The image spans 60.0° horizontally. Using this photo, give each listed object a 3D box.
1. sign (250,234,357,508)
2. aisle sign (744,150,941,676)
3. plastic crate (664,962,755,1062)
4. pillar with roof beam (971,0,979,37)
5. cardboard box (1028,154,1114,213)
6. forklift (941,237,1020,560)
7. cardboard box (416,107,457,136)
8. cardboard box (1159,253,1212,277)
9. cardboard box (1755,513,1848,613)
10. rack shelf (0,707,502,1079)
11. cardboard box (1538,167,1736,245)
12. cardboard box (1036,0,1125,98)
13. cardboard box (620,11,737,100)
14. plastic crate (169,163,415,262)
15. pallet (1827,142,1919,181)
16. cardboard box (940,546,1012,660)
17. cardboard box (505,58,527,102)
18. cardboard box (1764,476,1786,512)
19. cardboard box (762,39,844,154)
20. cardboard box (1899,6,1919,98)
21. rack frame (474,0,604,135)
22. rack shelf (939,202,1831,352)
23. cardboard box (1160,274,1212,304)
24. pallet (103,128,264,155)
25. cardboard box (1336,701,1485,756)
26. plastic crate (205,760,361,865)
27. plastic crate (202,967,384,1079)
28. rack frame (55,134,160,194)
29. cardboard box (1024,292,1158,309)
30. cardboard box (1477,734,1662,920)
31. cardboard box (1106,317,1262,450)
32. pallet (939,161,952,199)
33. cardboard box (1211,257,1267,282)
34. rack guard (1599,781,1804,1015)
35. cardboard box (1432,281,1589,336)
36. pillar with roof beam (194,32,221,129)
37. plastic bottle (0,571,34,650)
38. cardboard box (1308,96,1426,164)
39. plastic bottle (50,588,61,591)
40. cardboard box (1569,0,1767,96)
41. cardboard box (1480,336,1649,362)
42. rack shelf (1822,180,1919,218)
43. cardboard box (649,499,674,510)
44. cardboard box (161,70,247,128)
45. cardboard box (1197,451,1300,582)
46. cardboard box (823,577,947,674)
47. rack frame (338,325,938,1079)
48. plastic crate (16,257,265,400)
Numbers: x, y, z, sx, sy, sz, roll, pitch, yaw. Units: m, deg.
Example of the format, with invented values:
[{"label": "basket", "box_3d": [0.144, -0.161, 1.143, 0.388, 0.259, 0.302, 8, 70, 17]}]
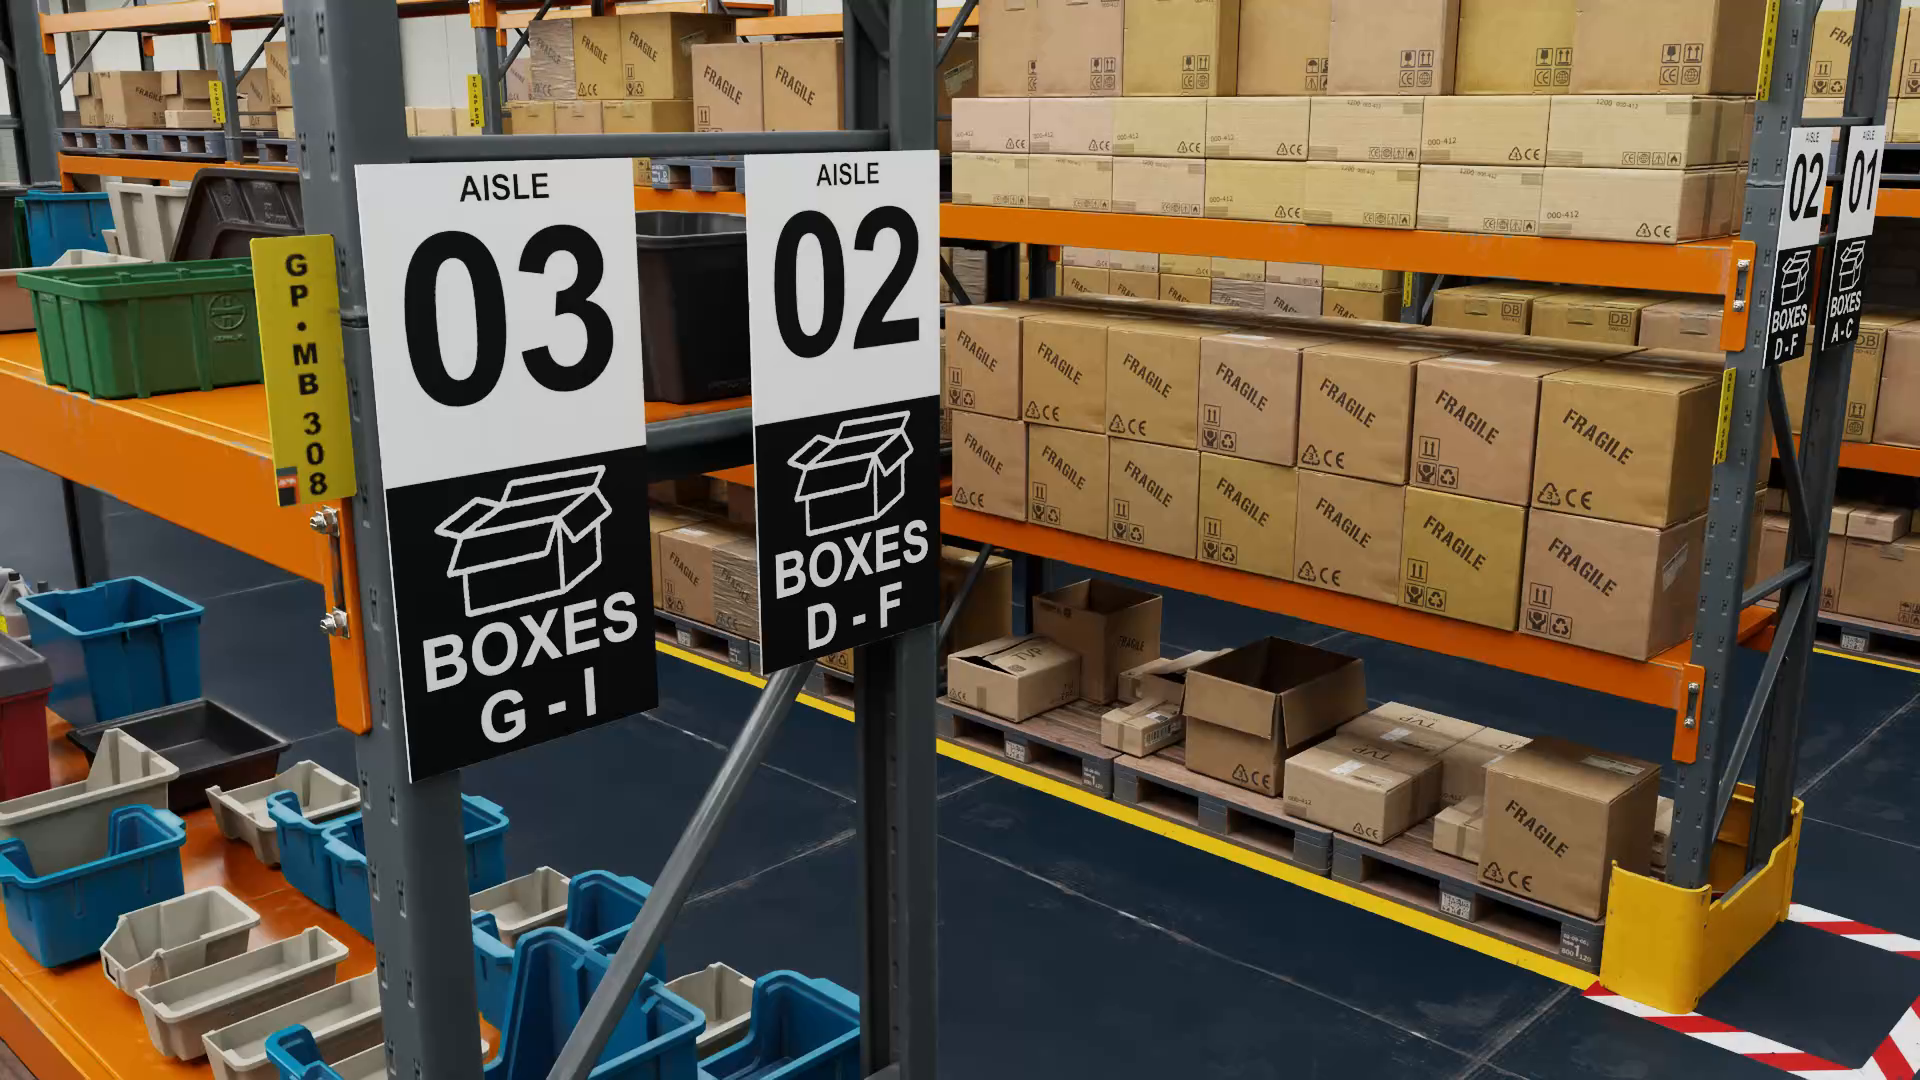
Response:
[{"label": "sign", "box_3d": [-0.799, -0.206, 2.030, 0.005, 0.325, 0.100, 14, 20, 42]}, {"label": "aisle sign", "box_3d": [-0.171, -0.207, 2.620, 0.004, 0.787, 0.394, 14, 20, 42]}, {"label": "plastic crate", "box_3d": [-0.552, 1.017, 3.483, 0.298, 0.136, 0.250, 14, 20, 42]}, {"label": "pillar with roof beam", "box_3d": [-2.635, -4.612, 12.785, 0.400, 9.000, 9.100, 14, 20, 42]}, {"label": "cardboard box", "box_3d": [0.668, -1.667, 7.727, 0.500, 0.250, 0.500, 14, 20, 42]}, {"label": "forklift", "box_3d": [-0.172, -1.258, 11.949, 1.130, 2.935, 3.031, 4, 15, 15]}, {"label": "cardboard box", "box_3d": [-3.503, -2.946, 11.804, 0.500, 0.250, 0.500, -14, 20, -43]}, {"label": "cardboard box", "box_3d": [1.958, -2.275, 13.400, 0.500, 0.250, 0.500, 13, 20, 41]}, {"label": "cardboard box", "box_3d": [5.514, 0.109, 10.690, 0.500, 0.500, 0.700, 14, 20, 42]}, {"label": "rack shelf", "box_3d": [-1.869, 1.091, 4.224, 4.000, 0.370, 1.077, 14, 20, 42]}, {"label": "cardboard box", "box_3d": [2.459, -1.227, 6.040, 0.500, 0.250, 0.500, 14, 20, 42]}, {"label": "cardboard box", "box_3d": [0.770, -2.298, 7.673, 0.500, 0.500, 0.700, 14, 20, 42]}, {"label": "cardboard box", "box_3d": [-1.703, -2.934, 10.112, 0.500, 0.500, 0.500, 14, 20, 42]}, {"label": "plastic crate", "box_3d": [-1.338, -0.646, 3.637, 0.767, 0.338, 0.504, 14, 20, 42]}, {"label": "pallet", "box_3d": [5.906, -2.242, 9.815, 1.213, 0.211, 1.003, 14, 20, 42]}, {"label": "cardboard box", "box_3d": [-0.047, 0.362, 9.679, 0.500, 0.500, 0.500, 13, 19, 40]}, {"label": "cardboard box", "box_3d": [-4.962, -5.388, 19.490, 0.500, 0.500, 0.500, 12, 19, 38]}, {"label": "cardboard box", "box_3d": [5.374, -0.309, 11.006, 0.250, 0.149, 0.380, 14, 20, 43]}, {"label": "cardboard box", "box_3d": [-0.676, -2.472, 9.291, 0.600, 0.600, 0.600, 13, 20, 42]}, {"label": "cardboard box", "box_3d": [5.731, -2.778, 9.473, 0.500, 0.500, 0.500, 14, 20, 42]}, {"label": "rack frame", "box_3d": [-2.747, -4.109, 10.855, 0.127, 3.000, 1.000, 14, 20, 42]}, {"label": "rack shelf", "box_3d": [1.572, -1.259, 7.293, 4.000, 0.370, 1.077, 14, 20, 42]}, {"label": "cardboard box", "box_3d": [1.968, -1.906, 13.470, 0.500, 0.500, 0.500, -14, 20, -43]}, {"label": "pallet", "box_3d": [-7.133, -3.673, 15.305, 1.213, 0.211, 1.003, 14, 20, 42]}, {"label": "cardboard box", "box_3d": [2.097, 0.990, 7.763, 0.500, 0.250, 0.500, 14, 20, 42]}, {"label": "plastic crate", "box_3d": [-1.847, 0.741, 4.542, 0.466, 0.136, 0.293, 14, 20, 42]}, {"label": "plastic crate", "box_3d": [-1.341, 1.028, 3.442, 0.243, 0.136, 0.396, 14, 20, 42]}, {"label": "rack frame", "box_3d": [-8.506, -2.606, 16.984, 0.127, 3.000, 1.000, 14, 20, 42]}, {"label": "cardboard box", "box_3d": [0.676, -0.997, 8.626, 0.500, 0.500, 0.500, 14, 20, 42]}, {"label": "cardboard box", "box_3d": [2.449, 1.141, 6.691, 0.500, 0.500, 0.500, 14, 20, 42]}, {"label": "cardboard box", "box_3d": [1.017, -0.724, 7.581, 0.500, 0.500, 0.500, 13, 19, 41]}, {"label": "pallet", "box_3d": [-0.289, -1.993, 9.057, 1.003, 0.211, 1.213, 14, 20, 42]}, {"label": "cardboard box", "box_3d": [2.325, -2.186, 13.059, 0.500, 0.250, 0.500, -14, 20, -43]}, {"label": "rack guard", "box_3d": [2.957, 1.391, 6.604, 0.348, 0.500, 1.175, 14, 20, 42]}, {"label": "cardboard box", "box_3d": [3.947, -1.453, 11.964, 0.700, 0.700, 0.980, 14, 20, 43]}, {"label": "pillar with roof beam", "box_3d": [-15.593, -7.762, 24.875, 0.400, 9.000, 9.100, 14, 20, 42]}, {"label": "plastic bottle", "box_3d": [-3.366, 0.289, 5.972, 0.185, 0.351, 0.144, 14, 20, 42]}, {"label": "cardboard box", "box_3d": [1.747, -1.646, 6.657, 0.500, 0.250, 0.500, 14, 20, 42]}, {"label": "plastic bottle", "box_3d": [-3.277, 0.307, 6.034, 0.133, 0.283, 0.061, 14, 20, 42]}, {"label": "cardboard box", "box_3d": [2.630, -1.876, 6.054, 0.500, 0.500, 0.700, 14, 20, 42]}, {"label": "cardboard box", "box_3d": [2.494, -0.554, 6.926, 0.500, 0.500, 0.500, 14, 20, 43]}, {"label": "rack shelf", "box_3d": [5.008, -2.159, 10.747, 4.000, 0.370, 1.077, 14, 20, 42]}, {"label": "cardboard box", "box_3d": [-2.237, 0.013, 11.018, 0.500, 0.500, 0.500, 13, 19, 40]}, {"label": "cardboard box", "box_3d": [-6.725, -3.989, 15.030, 0.797, 0.503, 0.637, -12, 19, -38]}, {"label": "cardboard box", "box_3d": [1.406, -0.150, 7.360, 0.500, 0.500, 0.500, 13, 20, 41]}, {"label": "cardboard box", "box_3d": [-0.422, 0.457, 9.316, 0.500, 0.500, 0.500, 14, 20, 42]}, {"label": "rack frame", "box_3d": [-0.429, 1.093, 2.789, 0.127, 3.000, 1.000, 14, 20, 42]}, {"label": "plastic crate", "box_3d": [-1.337, -0.377, 2.902, 0.336, 0.188, 0.450, 14, 20, 42]}]
